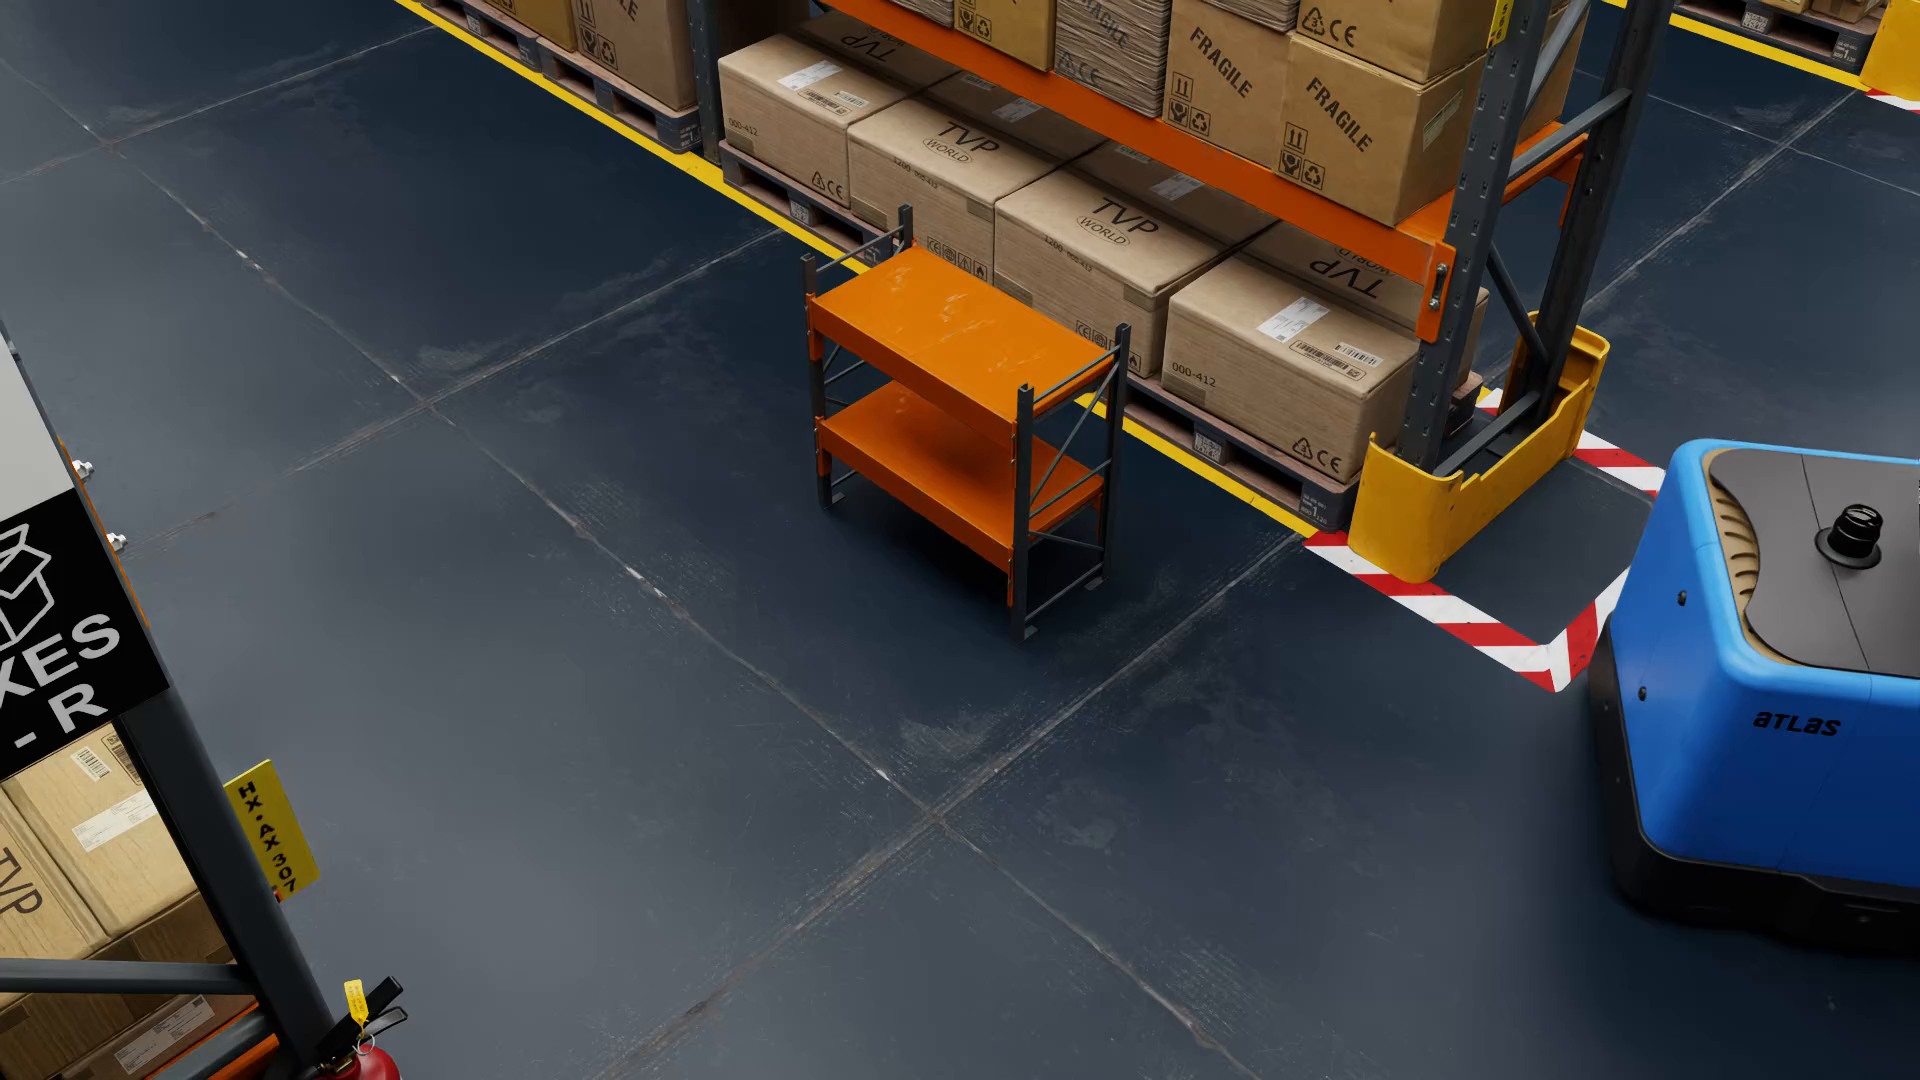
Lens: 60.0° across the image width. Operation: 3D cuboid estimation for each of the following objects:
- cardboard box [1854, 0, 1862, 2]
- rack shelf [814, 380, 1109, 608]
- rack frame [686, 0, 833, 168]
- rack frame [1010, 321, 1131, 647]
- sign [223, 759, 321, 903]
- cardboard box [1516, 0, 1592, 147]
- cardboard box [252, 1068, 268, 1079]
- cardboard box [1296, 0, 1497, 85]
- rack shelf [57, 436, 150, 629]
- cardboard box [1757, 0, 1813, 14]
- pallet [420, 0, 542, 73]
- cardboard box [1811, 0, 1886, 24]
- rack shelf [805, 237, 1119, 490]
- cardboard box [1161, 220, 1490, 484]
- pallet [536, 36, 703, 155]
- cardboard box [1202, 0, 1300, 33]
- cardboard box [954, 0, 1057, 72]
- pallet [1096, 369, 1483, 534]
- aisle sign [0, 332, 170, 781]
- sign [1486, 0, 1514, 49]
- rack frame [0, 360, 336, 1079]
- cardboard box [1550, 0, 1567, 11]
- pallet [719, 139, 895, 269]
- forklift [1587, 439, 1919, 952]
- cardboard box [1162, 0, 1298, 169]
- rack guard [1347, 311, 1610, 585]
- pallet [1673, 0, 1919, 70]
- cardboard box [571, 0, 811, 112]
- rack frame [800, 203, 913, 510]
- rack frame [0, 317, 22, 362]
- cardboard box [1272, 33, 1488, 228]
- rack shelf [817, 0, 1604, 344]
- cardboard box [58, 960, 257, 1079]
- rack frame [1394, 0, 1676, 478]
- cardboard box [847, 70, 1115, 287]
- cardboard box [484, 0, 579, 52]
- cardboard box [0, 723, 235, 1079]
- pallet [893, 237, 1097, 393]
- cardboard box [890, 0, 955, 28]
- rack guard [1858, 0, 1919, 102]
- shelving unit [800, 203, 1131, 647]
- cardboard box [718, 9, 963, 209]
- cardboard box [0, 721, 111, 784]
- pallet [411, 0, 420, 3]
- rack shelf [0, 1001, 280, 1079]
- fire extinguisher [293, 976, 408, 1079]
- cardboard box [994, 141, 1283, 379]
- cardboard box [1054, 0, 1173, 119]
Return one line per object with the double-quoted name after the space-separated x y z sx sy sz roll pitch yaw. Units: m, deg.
4.802 -3.049 8.912 0.250 0.149 0.380 33 52 30 "cardboard box"
0.005 -0.230 6.031 0.538 0.278 1.000 -34 53 -31 "rack shelf"
-0.882 -3.217 7.521 1.000 3.000 0.127 -34 53 -31 "rack frame"
0.364 -0.166 5.600 0.500 1.125 0.032 -34 53 -31 "rack frame"
-1.185 0.508 2.852 0.100 0.325 0.005 -34 53 -31 "sign"
1.807 -1.700 5.806 0.500 0.500 0.500 34 52 31 "cardboard box"
-1.933 1.509 3.937 0.637 0.503 0.797 32 52 30 "cardboard box"
1.434 -1.816 5.195 0.500 0.500 0.500 -32 52 -30 "cardboard box"
-2.981 -0.713 3.131 1.077 0.370 4.000 -34 53 -31 "rack shelf"
4.604 -3.051 9.133 0.380 0.149 0.250 -32 52 -30 "cardboard box"
-2.346 -3.114 9.464 1.003 0.211 1.213 -34 53 -31 "pallet"
4.857 -2.976 9.052 0.380 0.149 0.250 -33 52 -31 "cardboard box"
0.005 -0.625 5.666 0.538 0.278 1.000 -34 53 -31 "rack shelf"
1.406 -0.777 6.459 0.875 0.438 0.875 32 52 30 "cardboard box"
-1.480 -2.527 8.830 1.003 0.211 1.213 -34 53 -31 "pallet"
1.044 -2.053 5.452 0.500 0.500 0.500 -34 52 -31 "cardboard box"
0.327 -2.169 6.314 0.500 0.500 0.500 -33 52 -30 "cardboard box"
1.323 -0.617 6.763 1.003 0.211 1.213 -34 53 -31 "pallet"
-1.312 0.023 2.099 0.394 0.787 0.004 -34 53 -31 "aisle sign"
1.549 -1.554 4.694 0.100 0.325 0.005 -34 53 -31 "sign"
-1.569 1.086 2.865 1.000 3.000 0.127 -34 53 -31 "rack frame"
1.806 -2.066 5.465 0.500 0.500 0.500 33 52 31 "cardboard box"
-0.400 -1.790 8.031 1.003 0.211 1.213 -34 53 -31 "pallet"
3.553 -0.115 4.214 3.031 2.935 1.130 7 43 7 "forklift"
1.071 -1.685 5.789 0.500 0.500 0.500 33 52 31 "cardboard box"
1.960 -0.365 6.277 1.175 0.500 0.348 -34 53 -31 "rack guard"
4.774 -3.136 9.488 1.003 0.211 1.213 -34 53 -31 "pallet"
-1.376 -2.850 8.381 0.875 0.875 0.875 -32 52 -30 "cardboard box"
-0.354 -0.654 6.129 0.500 1.125 0.032 -34 53 -31 "rack frame"
-1.569 -1.117 0.829 1.000 3.000 0.127 -34 53 -31 "rack frame"
1.415 -1.437 5.521 0.500 0.500 0.500 -34 52 -31 "cardboard box"
0.531 -1.992 6.725 1.077 0.370 4.000 -34 53 -31 "rack shelf"
-1.606 0.889 3.263 0.250 0.149 0.380 34 52 31 "cardboard box"
1.943 -1.295 5.441 1.000 3.000 0.127 -34 53 -31 "rack frame"
0.118 -1.647 7.401 0.875 0.438 0.875 33 52 30 "cardboard box"
-2.020 -3.281 8.846 0.875 0.875 0.875 -33 52 -30 "cardboard box"
-1.698 0.685 3.190 0.500 0.250 0.500 -34 52 -31 "cardboard box"
0.466 -1.204 7.397 1.003 0.211 1.213 -34 53 -31 "pallet"
-0.037 -2.417 6.582 0.500 0.500 0.500 -34 52 -31 "cardboard box"
5.323 -2.834 8.949 1.175 0.500 0.348 -34 53 -31 "rack guard"
0.005 -0.410 5.865 0.538 1.125 1.048 -34 53 -31 "shelving unit"
-0.514 -2.077 7.866 0.875 0.438 0.875 33 52 31 "cardboard box"
-2.054 0.442 3.452 0.500 0.250 0.500 -34 52 -31 "cardboard box"
-3.203 -3.700 10.098 1.003 0.211 1.213 -34 53 -31 "pallet"
-2.981 0.389 4.149 1.077 0.370 4.000 -34 53 -31 "rack shelf"
-1.137 1.100 3.181 0.296 0.674 0.183 -34 53 -31 "fire extinguisher"
0.754 -1.213 6.931 0.875 0.438 0.875 -33 52 -30 "cardboard box"
0.701 -1.927 6.052 0.500 0.500 0.500 -33 52 -30 "cardboard box"
